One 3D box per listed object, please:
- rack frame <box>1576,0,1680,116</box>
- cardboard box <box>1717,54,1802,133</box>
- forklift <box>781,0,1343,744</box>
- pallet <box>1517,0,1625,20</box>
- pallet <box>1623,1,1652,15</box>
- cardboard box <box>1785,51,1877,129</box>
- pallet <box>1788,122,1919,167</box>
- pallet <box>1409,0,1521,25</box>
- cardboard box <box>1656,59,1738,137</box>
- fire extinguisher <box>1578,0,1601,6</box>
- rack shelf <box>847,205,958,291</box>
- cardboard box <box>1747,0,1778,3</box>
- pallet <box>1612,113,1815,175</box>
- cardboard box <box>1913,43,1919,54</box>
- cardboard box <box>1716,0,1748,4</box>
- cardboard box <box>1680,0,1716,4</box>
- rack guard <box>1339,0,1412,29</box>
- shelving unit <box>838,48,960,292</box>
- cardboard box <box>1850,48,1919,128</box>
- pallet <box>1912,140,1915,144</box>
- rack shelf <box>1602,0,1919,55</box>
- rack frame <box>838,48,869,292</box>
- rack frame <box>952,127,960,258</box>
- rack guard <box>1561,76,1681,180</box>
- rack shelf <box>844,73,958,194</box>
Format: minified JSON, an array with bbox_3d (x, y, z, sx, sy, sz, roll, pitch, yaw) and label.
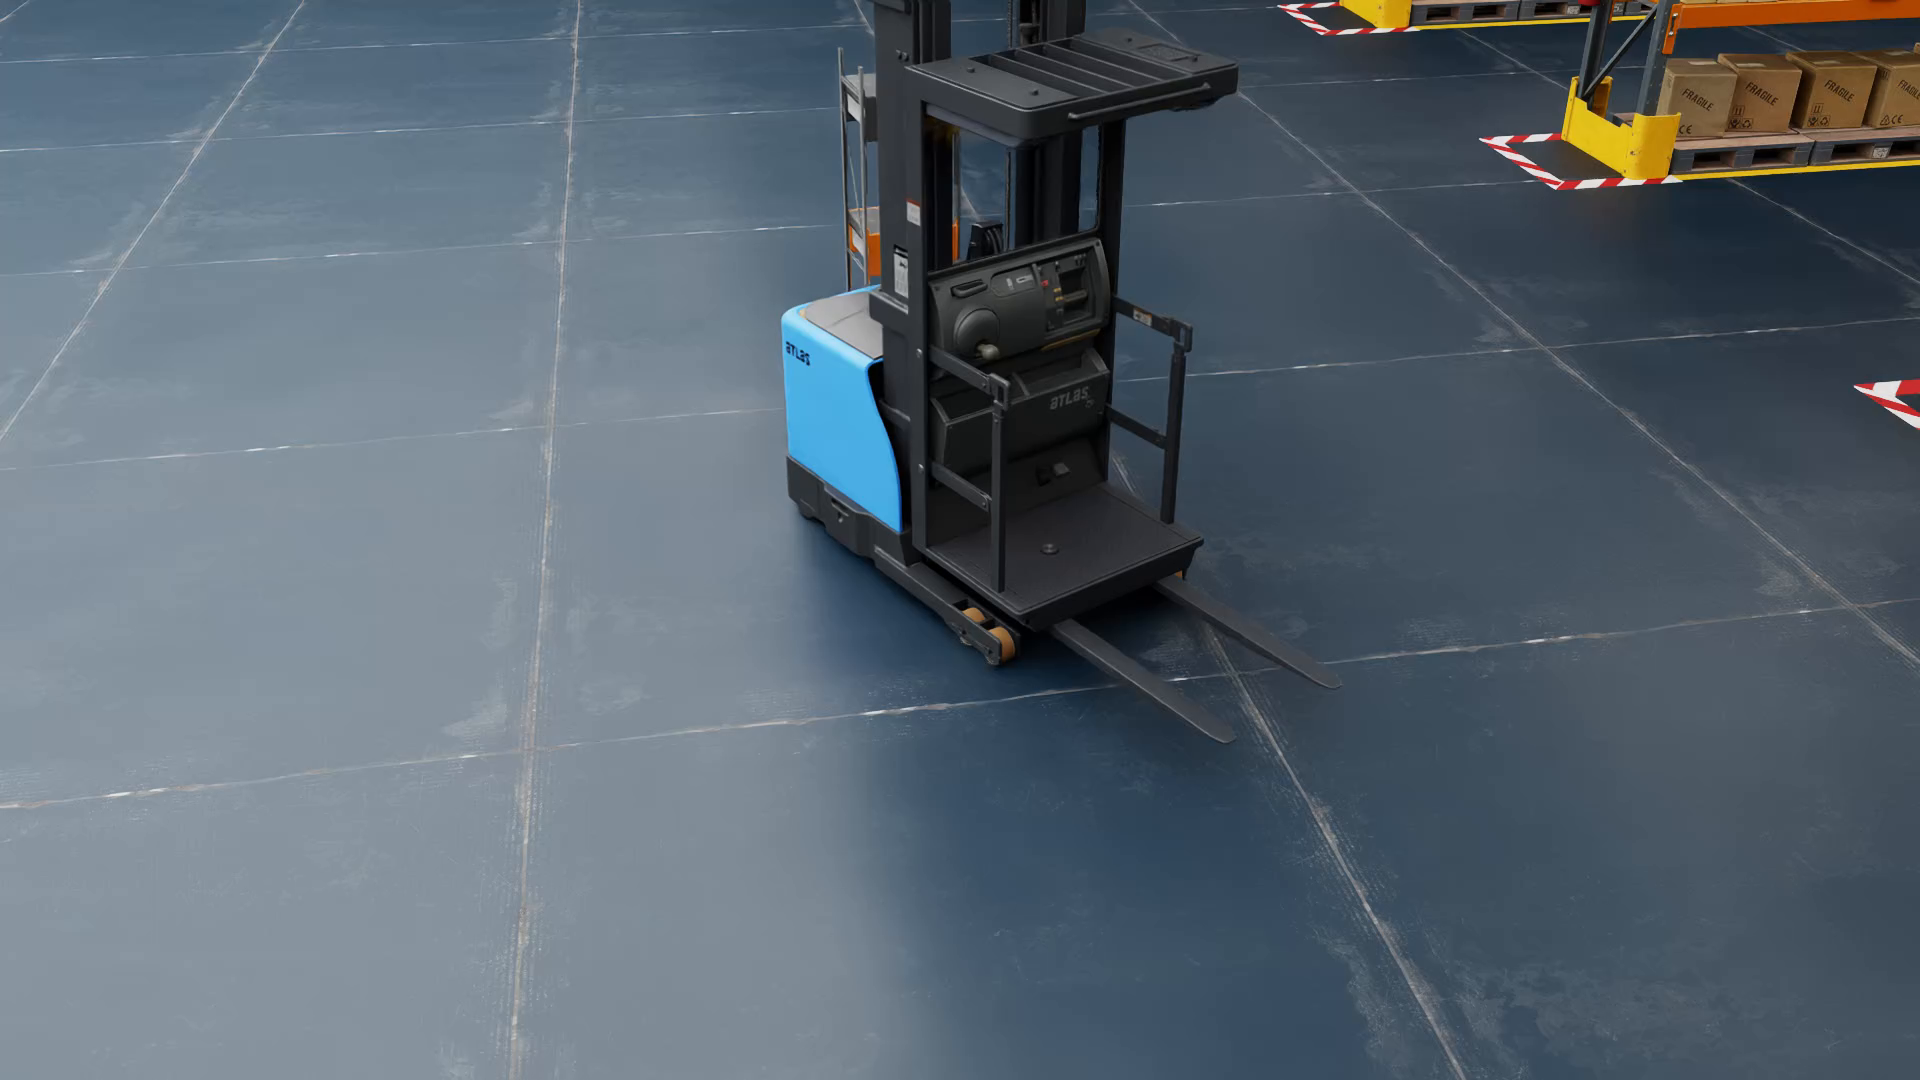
[{"bbox_3d":[5.251,-4.416,12.801,0.127,3.000,1.000,-5,31,-9],"label":"rack frame"},{"bbox_3d":[6.450,-3.640,13.532,0.500,0.500,0.500,2,31,4],"label":"cardboard box"},{"bbox_3d":[0.400,-0.996,7.052,1.130,2.935,3.031,-21,36,-31],"label":"forklift"},{"bbox_3d":[6.423,-5.895,18.067,1.213,0.211,1.003,-5,31,-9],"label":"pallet"},{"bbox_3d":[7.625,-6.008,18.259,1.213,0.211,1.003,-5,31,-9],"label":"pallet"},{"bbox_3d":[7.069,-3.687,13.614,0.500,0.500,0.500,-3,31,-4],"label":"cardboard box"},{"bbox_3d":[7.329,-3.387,13.802,1.213,0.211,1.003,-5,31,-9],"label":"pallet"},{"bbox_3d":[5.225,-5.785,17.881,1.213,0.211,1.003,-5,31,-9],"label":"pallet"},{"bbox_3d":[5.868,-3.568,13.411,0.500,0.500,0.500,0,30,0],"label":"cardboard box"},{"bbox_3d":[5.055,-4.602,13.193,0.183,0.674,0.296,-5,31,-9],"label":"fire extinguisher"},{"bbox_3d":[-0.305,-1.475,8.714,0.480,0.518,0.431,-10,32,-16],"label":"rack shelf"},{"bbox_3d":[6.072,-4.243,12.755,0.250,0.149,0.380,-5,31,-9],"label":"cardboard box"},{"bbox_3d":[6.131,-3.277,13.615,1.213,0.211,1.003,-5,31,-9],"label":"pallet"},{"bbox_3d":[8.223,-3.812,13.825,0.500,0.500,0.500,4,31,7],"label":"cardboard box"},{"bbox_3d":[5.824,-4.228,12.729,0.250,0.149,0.380,-5,31,-9],"label":"cardboard box"},{"bbox_3d":[5.574,-4.215,12.706,0.250,0.149,0.380,-5,31,-9],"label":"cardboard box"},{"bbox_3d":[4.425,-5.838,17.686,0.348,0.500,1.175,-5,31,-9],"label":"rack guard"},{"bbox_3d":[-0.305,-1.487,8.707,0.503,2.100,0.431,-10,32,-16],"label":"shelving unit"},{"bbox_3d":[7.626,-3.716,13.662,0.500,0.500,0.500,-8,31,-13],"label":"cardboard box"},{"bbox_3d":[8.531,-3.500,13.994,1.213,0.211,1.003,-5,31,-9],"label":"pallet"},{"bbox_3d":[7.218,-4.288,13.294,4.000,0.370,1.077,-5,31,-9],"label":"rack shelf"},{"bbox_3d":[-0.536,-1.448,8.639,0.015,2.100,0.400,-10,32,-16],"label":"rack frame"},{"bbox_3d":[-0.074,-1.526,8.774,0.015,2.100,0.400,-10,32,-16],"label":"rack frame"},{"bbox_3d":[5.326,-3.345,13.446,0.348,0.500,1.175,-5,31,-9],"label":"rack guard"},{"bbox_3d":[-0.304,-2.079,8.359,0.480,0.518,0.431,-10,32,-16],"label":"rack shelf"}]
